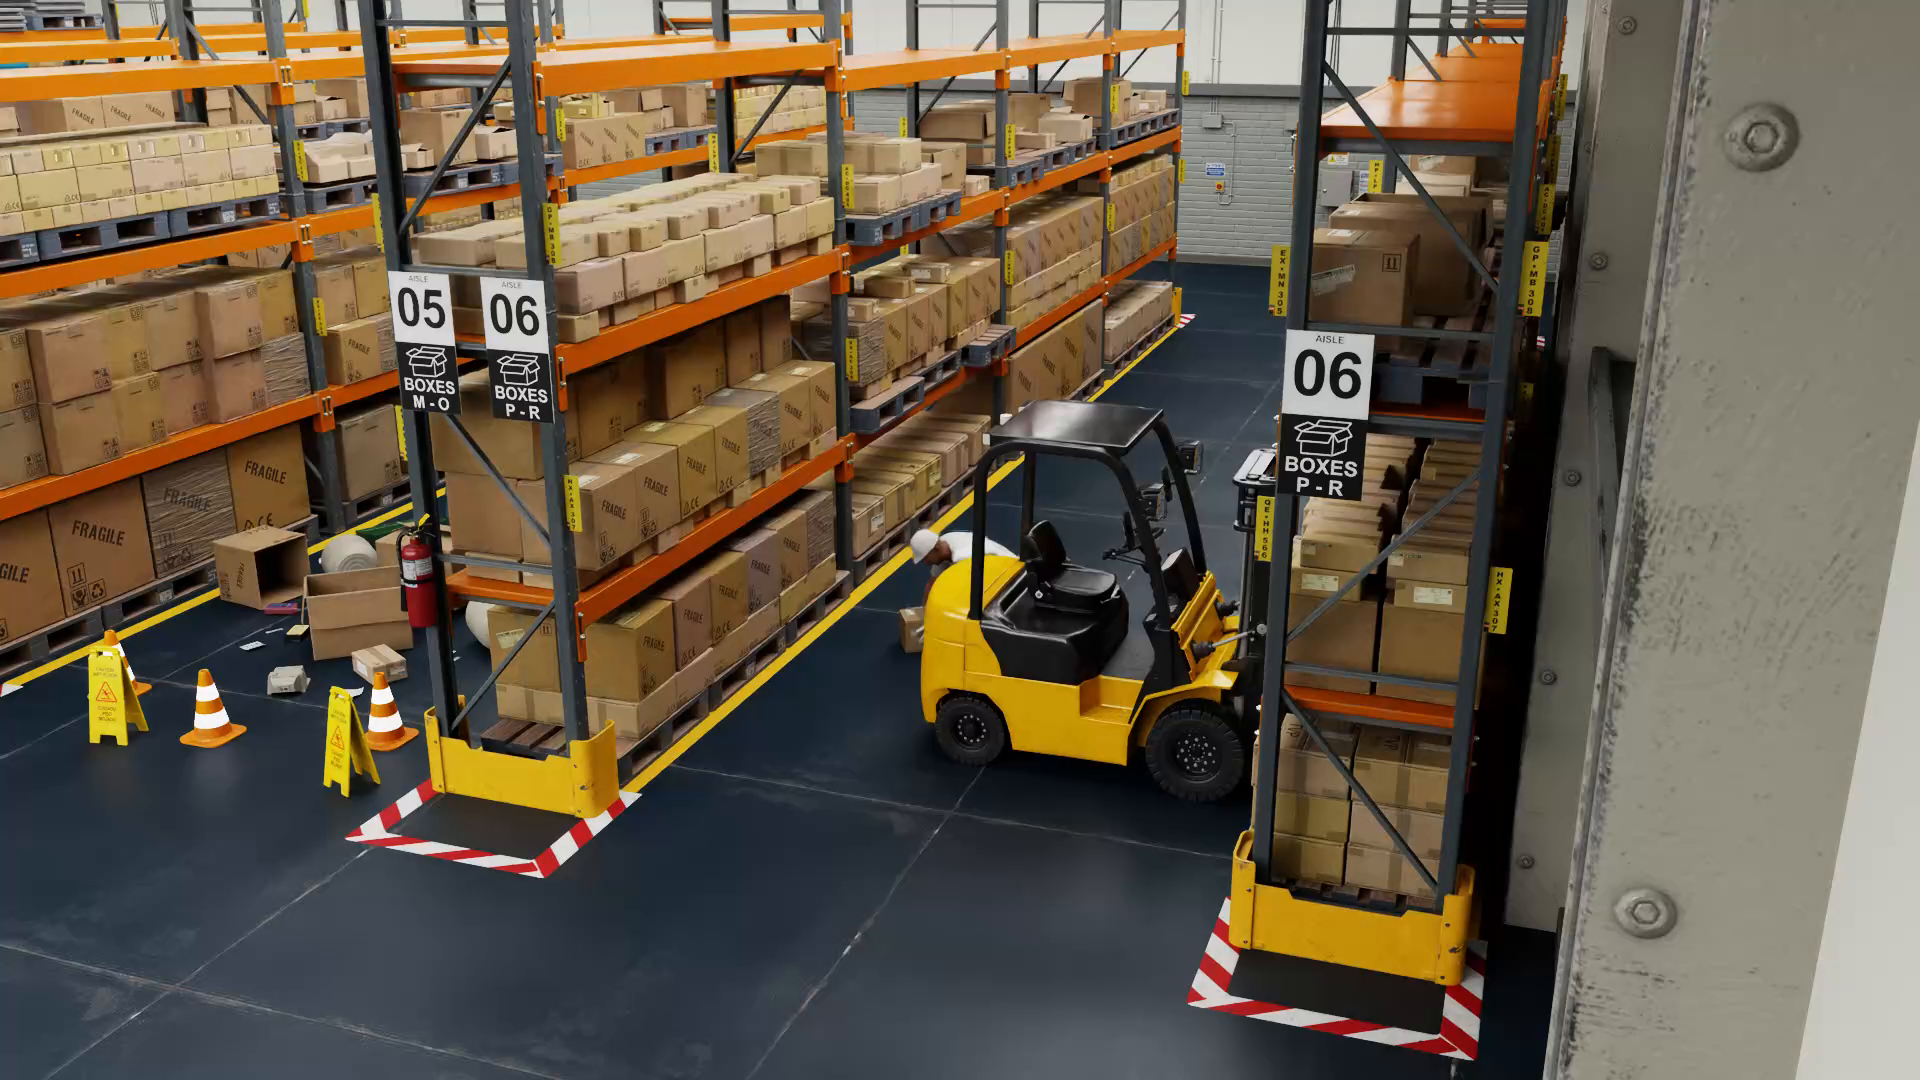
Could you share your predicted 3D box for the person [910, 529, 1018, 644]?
[{"bbox_3d":[0.064,0.335,12.373,0.923,0.936,0.574,-4,19,-12],"label":"person"}]
